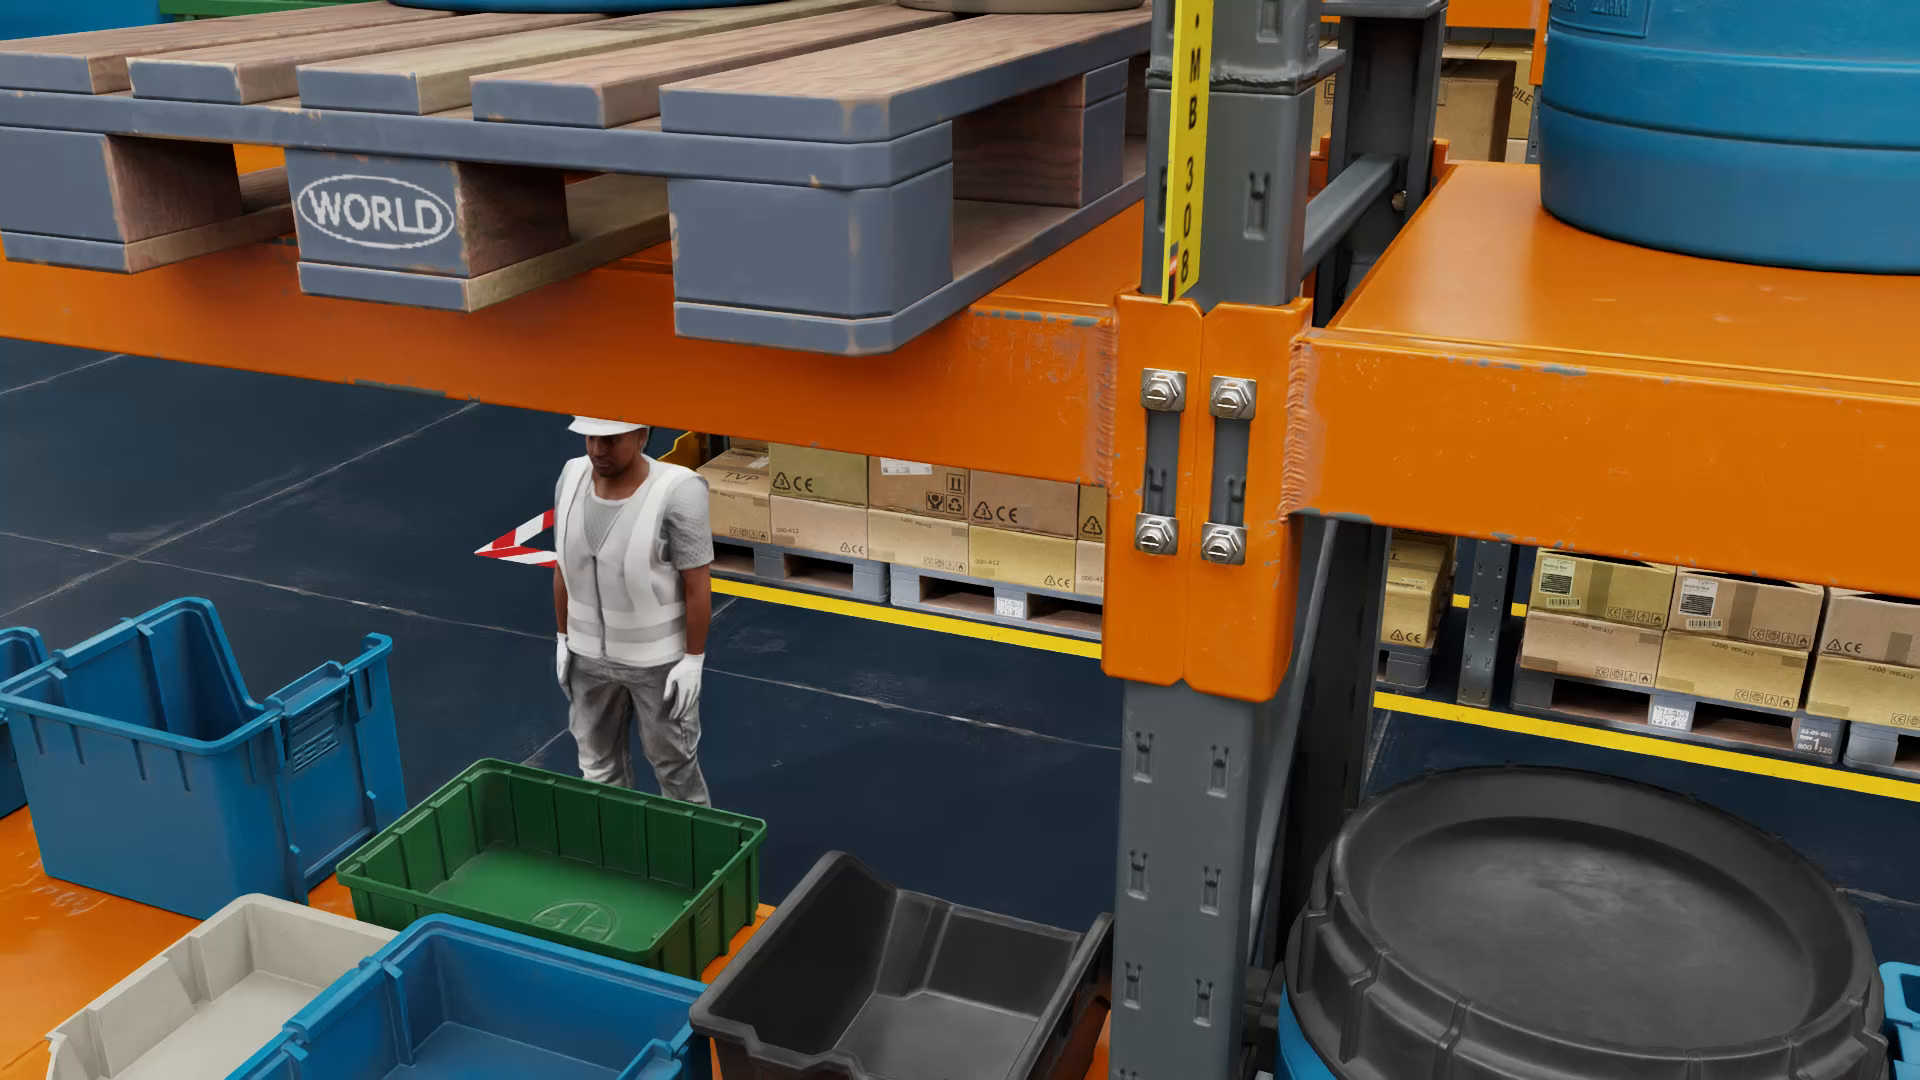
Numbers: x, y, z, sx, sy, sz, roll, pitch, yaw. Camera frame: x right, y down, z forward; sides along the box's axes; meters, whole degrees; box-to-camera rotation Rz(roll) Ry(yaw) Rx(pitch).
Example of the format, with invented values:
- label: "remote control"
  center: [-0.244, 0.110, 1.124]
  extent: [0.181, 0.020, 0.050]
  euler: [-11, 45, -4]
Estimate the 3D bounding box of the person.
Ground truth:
- label: "person"
  center: [-1.019, 0.355, 5.187]
  extent: [0.550, 1.787, 0.390]
  euler: [9, 24, 21]
